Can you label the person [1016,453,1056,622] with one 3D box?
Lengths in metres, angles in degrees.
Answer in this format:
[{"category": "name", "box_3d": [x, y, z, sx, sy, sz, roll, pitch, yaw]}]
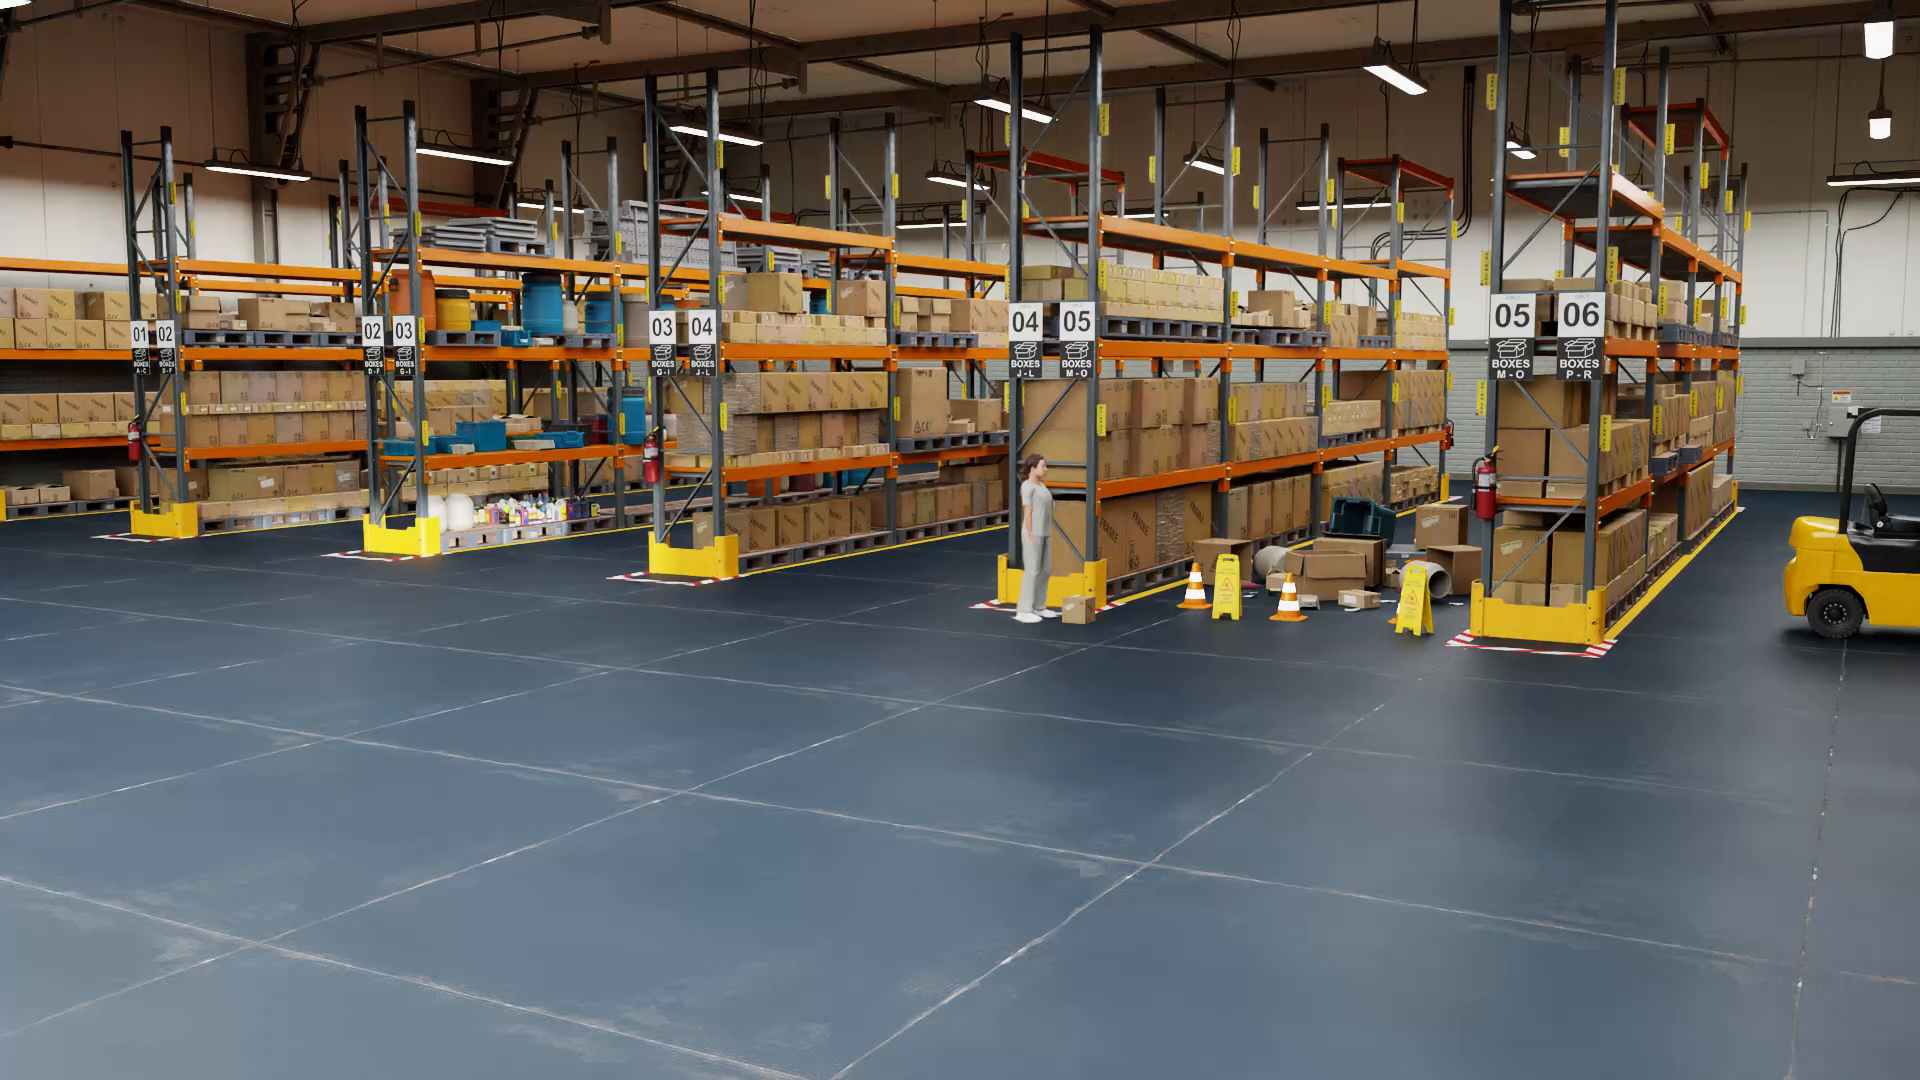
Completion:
[{"category": "person", "box_3d": [0.767, -0.030, 16.713, 0.349, 1.677, 0.437, 3, 7, 25]}]
